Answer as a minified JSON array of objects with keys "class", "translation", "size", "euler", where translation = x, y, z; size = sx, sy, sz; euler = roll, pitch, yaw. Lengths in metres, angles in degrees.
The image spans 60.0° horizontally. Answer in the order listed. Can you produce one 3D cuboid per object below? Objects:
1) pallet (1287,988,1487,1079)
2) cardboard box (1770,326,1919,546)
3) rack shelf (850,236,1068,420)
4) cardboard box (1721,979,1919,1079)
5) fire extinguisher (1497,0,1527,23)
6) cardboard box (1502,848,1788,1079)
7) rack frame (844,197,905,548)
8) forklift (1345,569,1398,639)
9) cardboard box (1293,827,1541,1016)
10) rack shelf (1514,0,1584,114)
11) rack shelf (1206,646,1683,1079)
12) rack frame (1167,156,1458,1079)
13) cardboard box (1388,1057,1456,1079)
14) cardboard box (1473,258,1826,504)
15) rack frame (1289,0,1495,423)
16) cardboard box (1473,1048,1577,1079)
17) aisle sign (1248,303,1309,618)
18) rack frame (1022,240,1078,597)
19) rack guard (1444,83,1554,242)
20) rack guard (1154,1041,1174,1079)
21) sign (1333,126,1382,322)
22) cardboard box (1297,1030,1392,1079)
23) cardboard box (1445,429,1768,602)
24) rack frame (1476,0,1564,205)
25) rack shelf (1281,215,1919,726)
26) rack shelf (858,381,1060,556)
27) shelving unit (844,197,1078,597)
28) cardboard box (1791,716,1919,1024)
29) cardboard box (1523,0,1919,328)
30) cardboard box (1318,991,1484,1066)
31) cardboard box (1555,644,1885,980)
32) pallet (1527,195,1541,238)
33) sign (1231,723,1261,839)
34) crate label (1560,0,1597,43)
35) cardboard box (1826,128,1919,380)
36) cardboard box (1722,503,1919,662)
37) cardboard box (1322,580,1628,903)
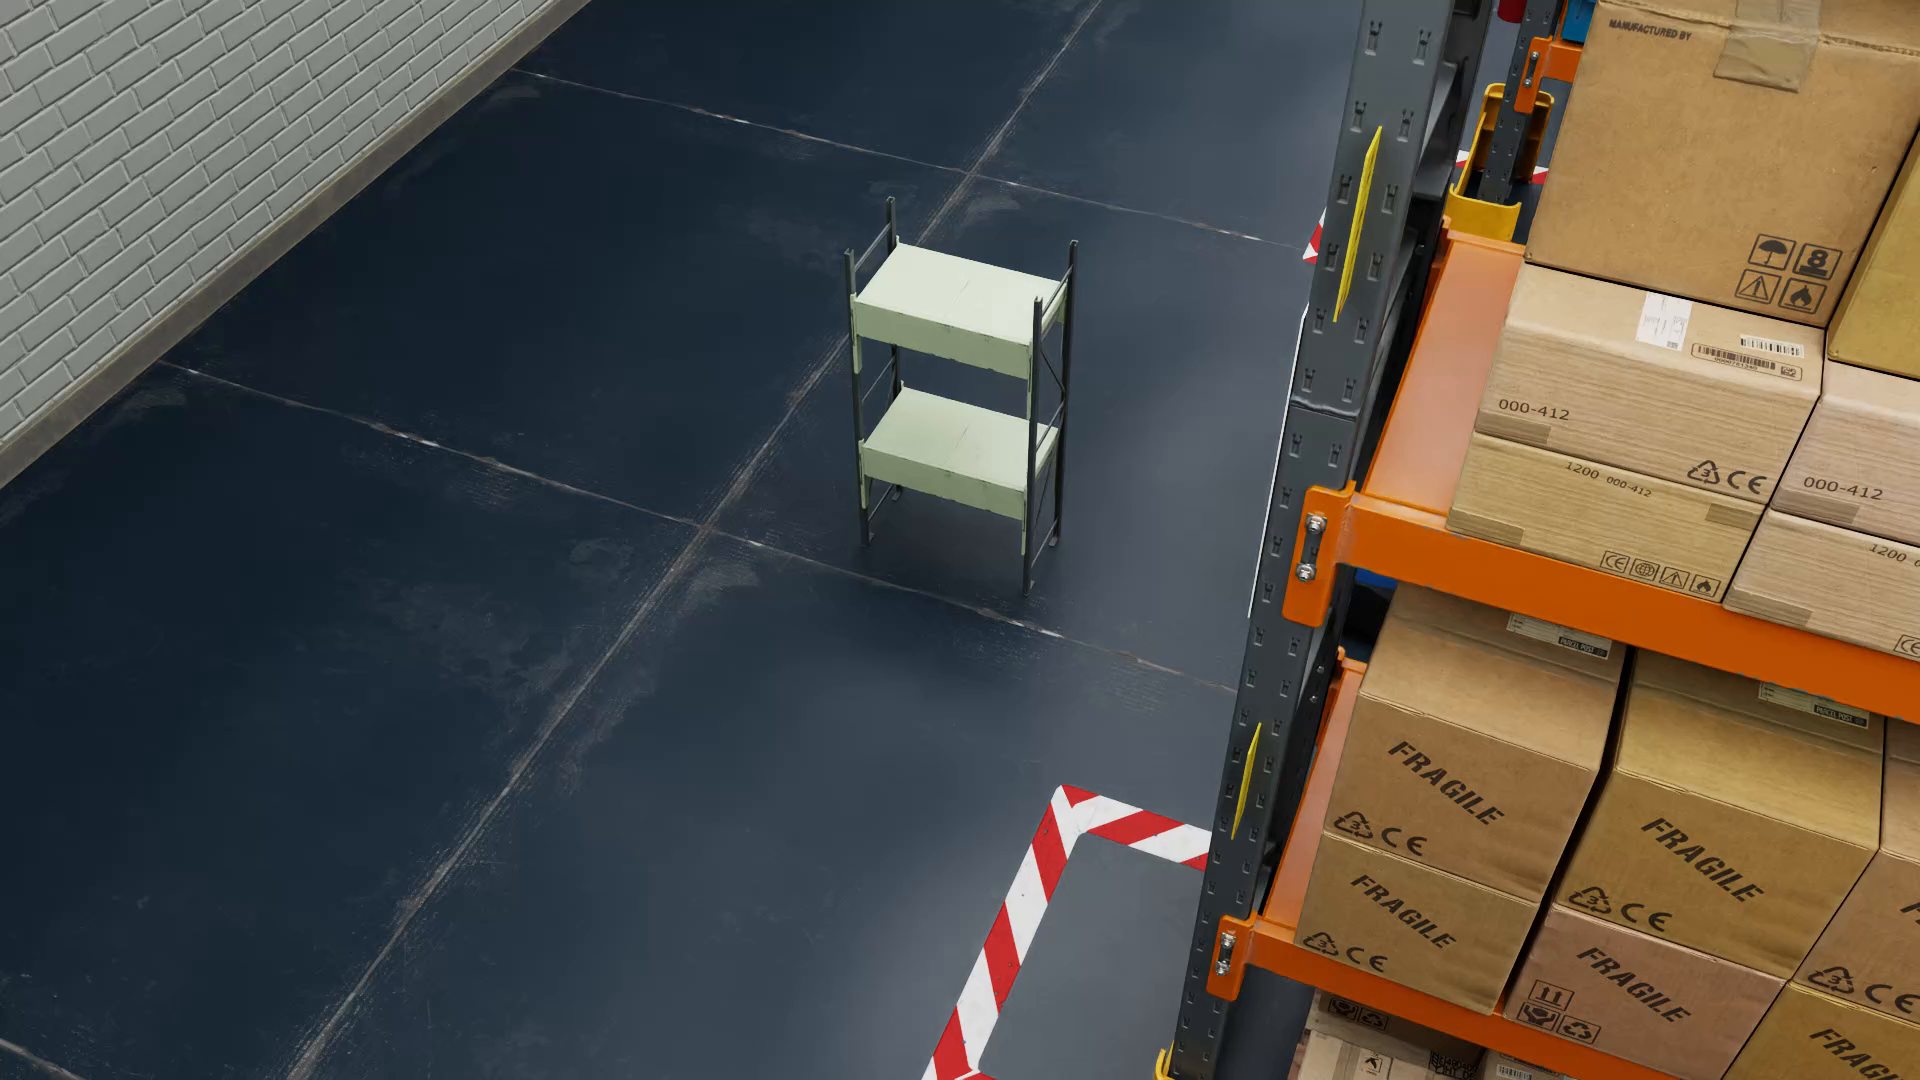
[{"class":"pallet","translation":[1.668,1.730,5.200],"size":[1.213,0.211,1.003],"euler":[16,47,16]},{"class":"cardboard box","translation":[1.694,-0.233,2.821],"size":[0.500,0.250,0.500],"euler":[16,47,16]},{"class":"rack shelf","translation":[0.006,-0.807,6.283],"size":[0.720,0.370,0.431],"euler":[16,47,16]},{"class":"cardboard box","translation":[2.110,1.037,3.849],"size":[0.500,0.500,0.500],"euler":[16,47,16]},{"class":"fire extinguisher","translation":[2.808,-2.895,8.192],"size":[0.183,0.674,0.296],"euler":[16,47,16]},{"class":"cardboard box","translation":[1.648,0.898,3.988],"size":[0.500,0.500,0.500],"euler":[16,47,15]},{"class":"rack frame","translation":[-0.332,-0.629,6.658],"size":[0.023,1.500,0.400],"euler":[16,47,16]},{"class":"forklift","translation":[2.782,-0.729,5.744],"size":[3.031,2.935,1.130],"euler":[14,47,14]},{"class":"cardboard box","translation":[1.170,0.762,4.126],"size":[0.500,0.500,0.500],"euler":[17,47,17]},{"class":"rack shelf","translation":[4.618,-1.920,7.402],"size":[4.000,0.370,1.077],"euler":[16,47,16]},{"class":"rack shelf","translation":[2.708,1.303,4.162],"size":[4.000,0.370,1.077],"euler":[16,47,16]},{"class":"rack frame","translation":[0.862,0.505,4.455],"size":[0.127,3.000,1.000],"euler":[16,47,16]},{"class":"cardboard box","translation":[1.347,1.759,4.891],"size":[0.250,0.166,0.380],"euler":[16,47,16]},{"class":"cardboard box","translation":[1.236,-0.373,2.963],"size":[0.500,0.250,0.500],"euler":[16,47,16]},{"class":"rack frame","translation":[0.862,-1.621,2.339],"size":[0.127,3.000,1.000],"euler":[16,47,16]},{"class":"cardboard box","translation":[1.716,1.792,4.799],"size":[0.500,0.250,0.500],"euler":[16,47,16]},{"class":"aisle sign","translation":[0.686,-0.244,3.364],"size":[0.004,0.787,0.394],"euler":[16,47,16]},{"class":"rack frame","translation":[0.344,-0.430,6.458],"size":[0.023,1.500,0.400],"euler":[16,47,16]},{"class":"rack guard","translation":[2.745,-1.830,8.574],"size":[0.348,0.500,1.175],"euler":[16,47,16]},{"class":"rack guard","translation":[0.932,1.412,5.315],"size":[0.348,0.500,1.175],"euler":[16,47,16]},{"class":"sign","translation":[0.653,-0.515,2.733],"size":[0.005,0.325,0.100],"euler":[16,47,16]},{"class":"cardboard box","translation":[1.116,1.697,4.966],"size":[0.250,0.149,0.380],"euler":[16,47,16]},{"class":"cardboard box","translation":[1.238,-0.200,3.143],"size":[0.500,0.250,0.500],"euler":[16,47,16]},{"class":"rack frame","translation":[2.772,-2.718,7.694],"size":[0.127,3.000,1.000],"euler":[16,47,16]},{"class":"rack shelf","translation":[2.708,0.240,3.104],"size":[4.000,0.370,1.077],"euler":[16,47,16]},{"class":"rack shelf","translation":[0.006,-0.299,6.788],"size":[0.720,0.370,0.431],"euler":[16,47,16]},{"class":"shelving unit","translation":[0.006,-0.530,6.558],"size":[0.755,1.500,0.431],"euler":[16,47,16]},{"class":"cardboard box","translation":[2.115,0.684,3.496],"size":[0.500,0.500,0.500],"euler":[17,47,16]},{"class":"cardboard box","translation":[1.342,-0.819,2.879],"size":[0.500,0.500,0.700],"euler":[16,47,16]},{"class":"cardboard box","translation":[1.458,1.223,5.194],"size":[0.500,0.500,0.500],"euler":[16,47,16]},{"class":"cardboard box","translation":[1.655,0.544,3.635],"size":[0.500,0.500,0.500],"euler":[17,47,16]},{"class":"pallet","translation":[3.518,-1.481,8.427],"size":[1.213,0.211,1.003],"euler":[16,47,16]},{"class":"sign","translation":[0.653,0.552,3.794],"size":[0.005,0.325,0.100],"euler":[16,47,16]},{"class":"crate label","translation":[2.873,-2.399,7.449],"size":[0.303,0.233,0.416],"euler":[16,47,16]},{"class":"cardboard box","translation":[1.771,-0.628,2.687],"size":[0.500,0.500,0.700],"euler":[16,47,16]},{"class":"cardboard box","translation":[1.694,-0.056,2.998],"size":[0.500,0.250,0.500],"euler":[16,47,16]},{"class":"cardboard box","translation":[1.170,0.407,3.773],"size":[0.500,0.500,0.500],"euler":[18,48,17]}]
